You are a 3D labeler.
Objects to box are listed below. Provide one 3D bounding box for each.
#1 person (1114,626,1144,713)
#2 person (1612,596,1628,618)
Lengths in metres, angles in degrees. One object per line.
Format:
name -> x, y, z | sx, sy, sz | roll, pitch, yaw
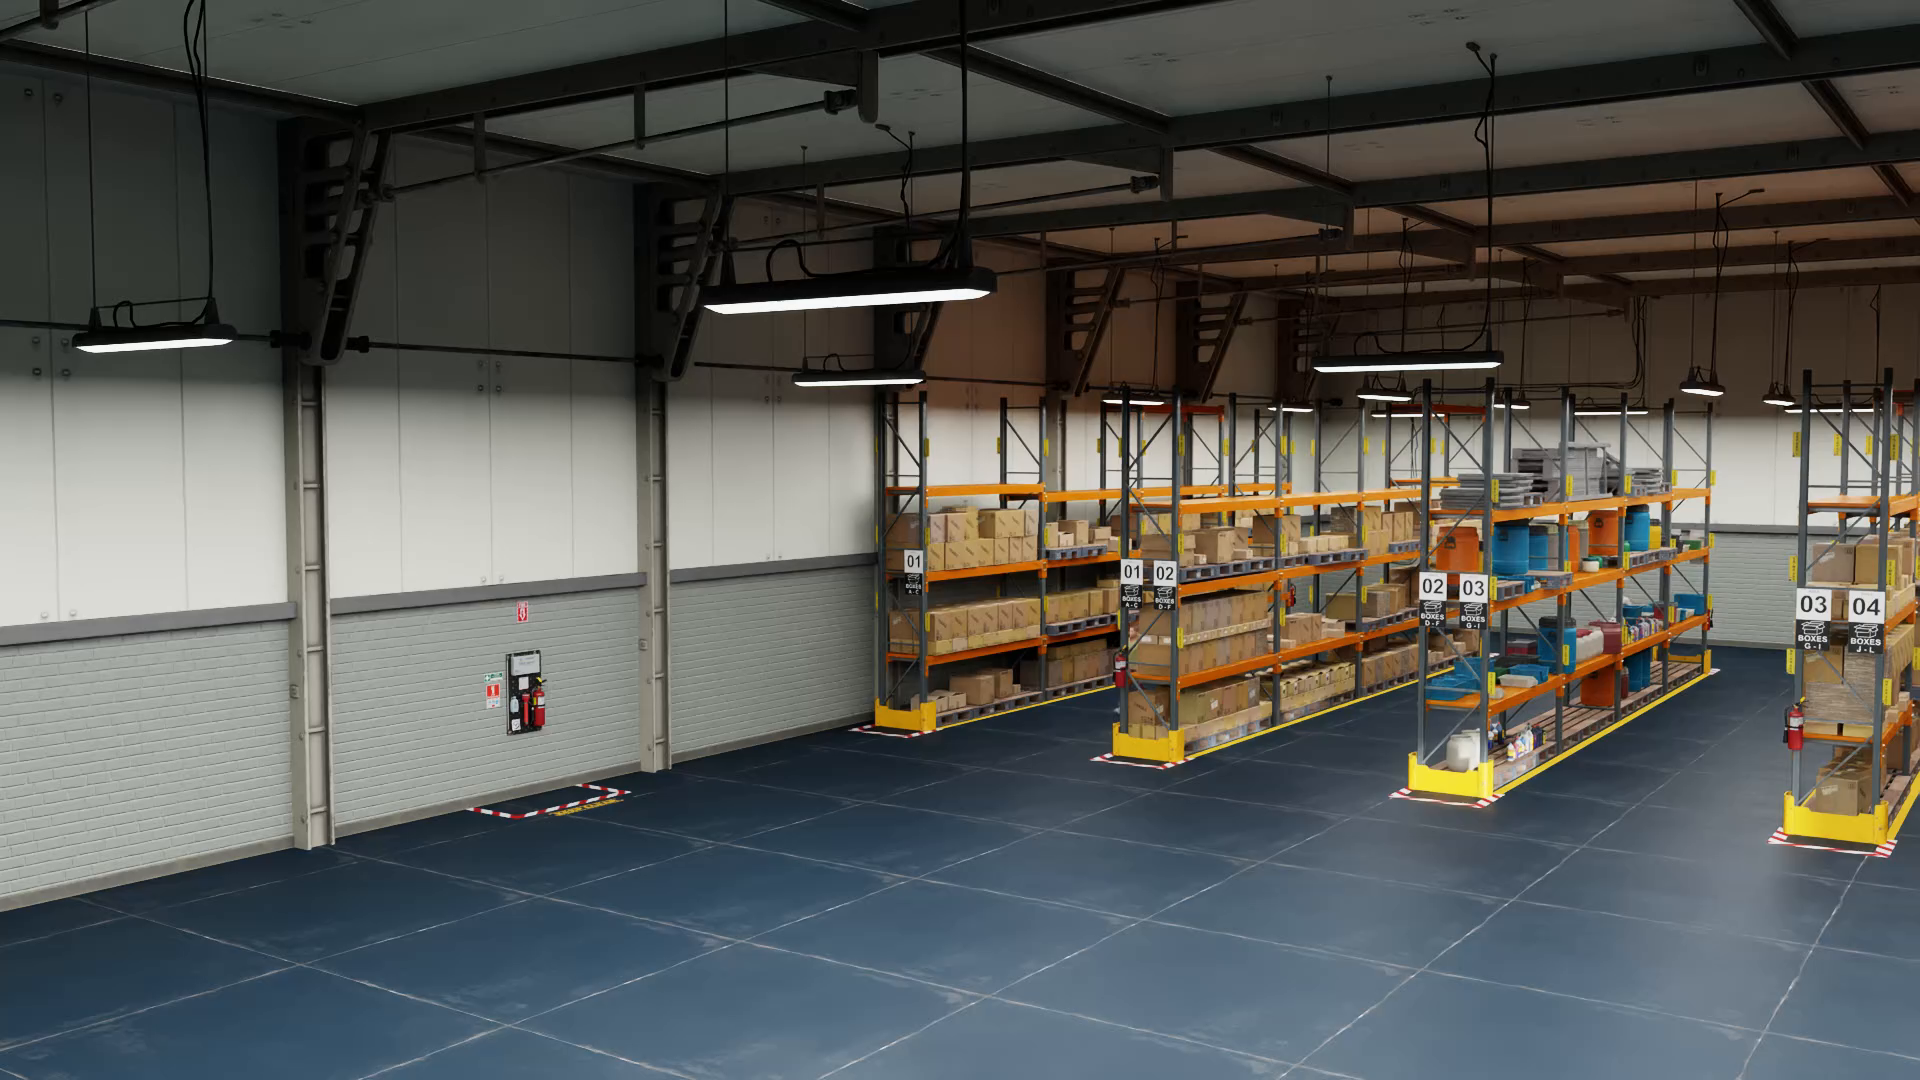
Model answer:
person -> 3.259, 2.429, 31.449 | 0.444, 1.604, 1.072 | 2, 4, 25
person -> 14.371, 2.112, 36.032 | 0.609, 1.785, 0.467 | -1, 3, -10
